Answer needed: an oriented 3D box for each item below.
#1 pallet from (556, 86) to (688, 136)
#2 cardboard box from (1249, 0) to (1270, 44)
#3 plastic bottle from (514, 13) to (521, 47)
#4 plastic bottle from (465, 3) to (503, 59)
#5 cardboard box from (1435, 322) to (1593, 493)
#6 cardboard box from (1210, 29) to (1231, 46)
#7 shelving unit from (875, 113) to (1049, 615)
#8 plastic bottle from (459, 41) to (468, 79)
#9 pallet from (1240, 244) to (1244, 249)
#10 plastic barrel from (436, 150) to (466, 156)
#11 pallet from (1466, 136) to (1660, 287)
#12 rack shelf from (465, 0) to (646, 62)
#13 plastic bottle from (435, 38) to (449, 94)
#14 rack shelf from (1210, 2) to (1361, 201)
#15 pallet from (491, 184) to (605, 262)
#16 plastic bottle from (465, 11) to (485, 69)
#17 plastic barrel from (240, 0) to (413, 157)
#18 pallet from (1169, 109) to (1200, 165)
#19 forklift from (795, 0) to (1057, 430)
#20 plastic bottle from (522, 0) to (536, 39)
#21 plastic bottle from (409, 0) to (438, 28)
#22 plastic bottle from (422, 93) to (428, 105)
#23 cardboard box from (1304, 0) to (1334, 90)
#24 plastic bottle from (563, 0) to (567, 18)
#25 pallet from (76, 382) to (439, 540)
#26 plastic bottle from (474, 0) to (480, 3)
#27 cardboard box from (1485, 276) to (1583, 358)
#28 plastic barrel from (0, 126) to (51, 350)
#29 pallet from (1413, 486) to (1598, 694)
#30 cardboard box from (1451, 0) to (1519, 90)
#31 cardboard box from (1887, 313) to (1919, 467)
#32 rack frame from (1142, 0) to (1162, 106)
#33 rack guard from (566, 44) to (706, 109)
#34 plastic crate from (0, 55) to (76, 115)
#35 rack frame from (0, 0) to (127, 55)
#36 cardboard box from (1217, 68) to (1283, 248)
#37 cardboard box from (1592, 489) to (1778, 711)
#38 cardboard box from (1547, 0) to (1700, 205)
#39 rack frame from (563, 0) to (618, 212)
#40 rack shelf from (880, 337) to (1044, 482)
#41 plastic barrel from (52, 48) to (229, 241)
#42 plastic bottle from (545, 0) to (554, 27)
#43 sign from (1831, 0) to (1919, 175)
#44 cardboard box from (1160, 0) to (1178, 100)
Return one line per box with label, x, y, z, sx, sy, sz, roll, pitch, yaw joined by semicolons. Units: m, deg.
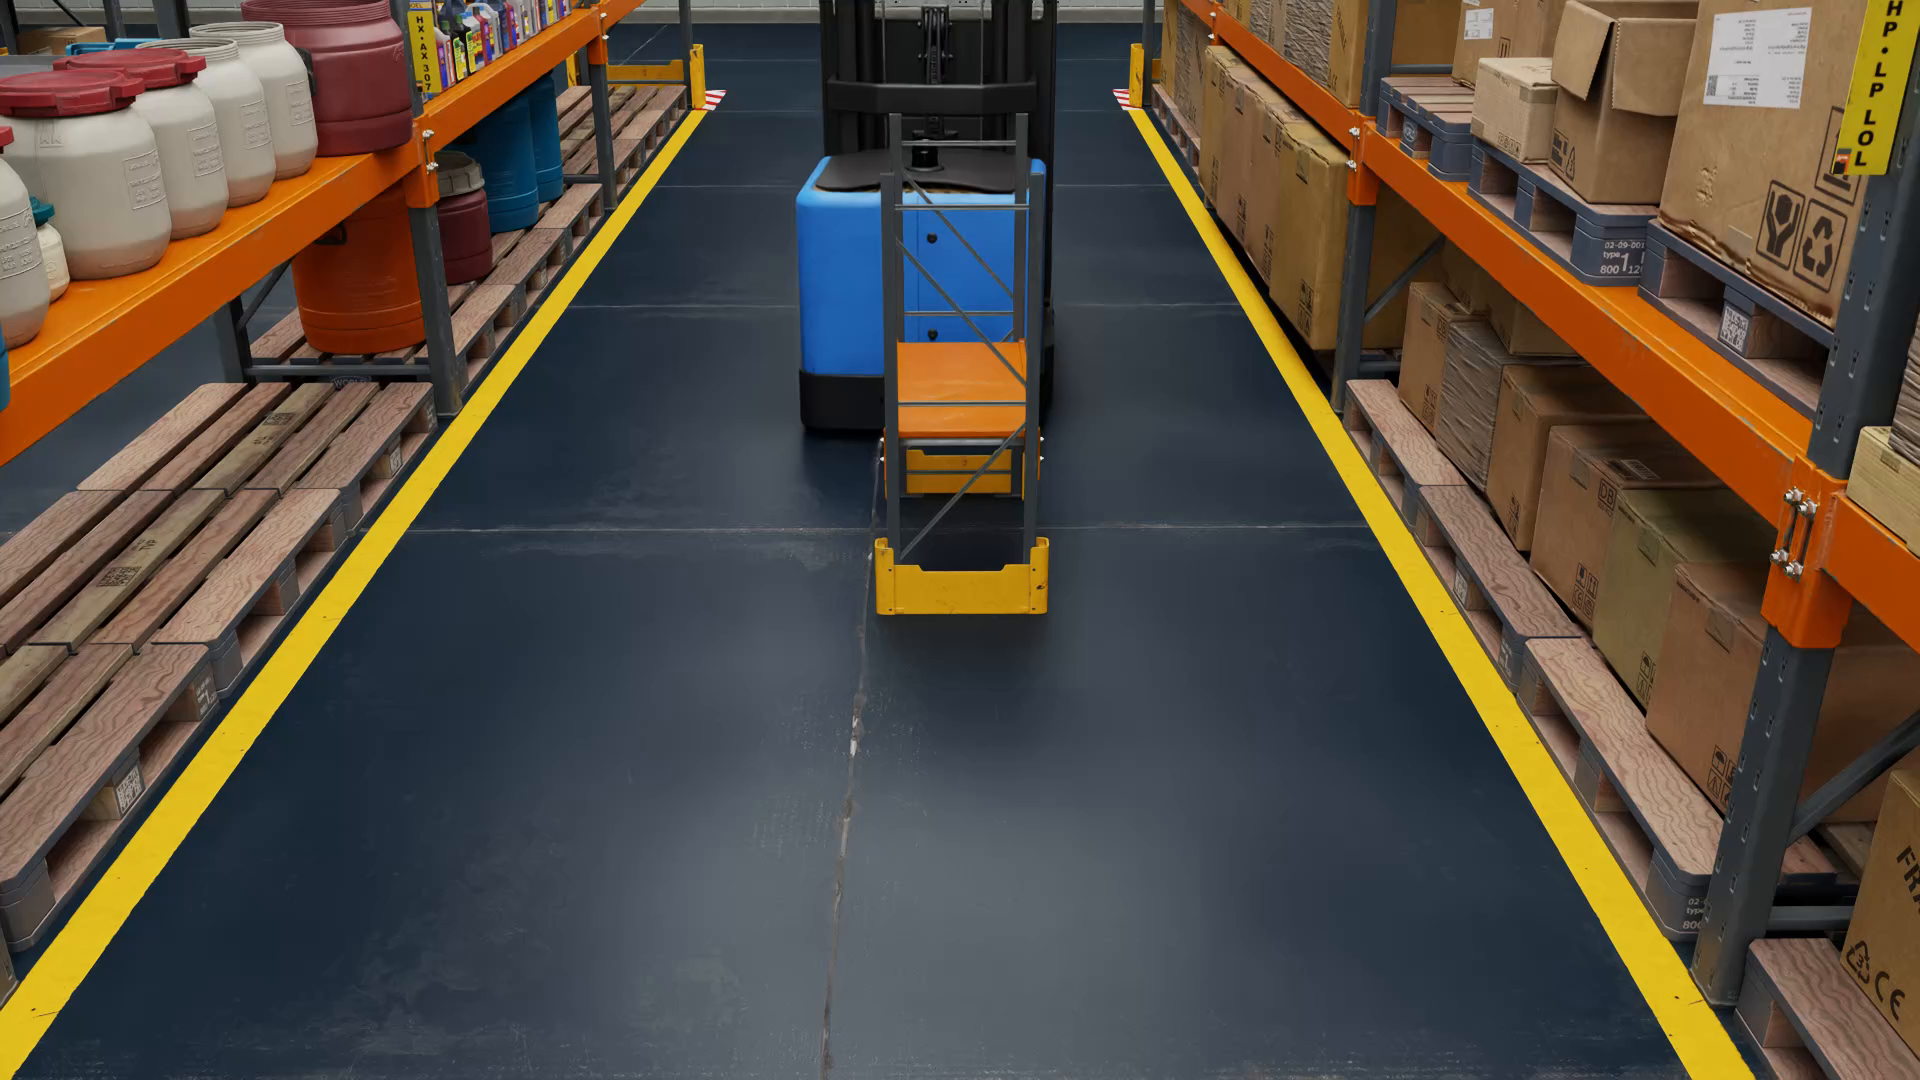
pallet;-2.878;-3.621;13.999;1.003;0.211;1.213;0;24;-1
cardboard box;1.915;-3.047;9.225;0.500;0.500;0.500;-1;24;-2
plastic bottle;-2.435;-2.774;8.986;0.097;0.201;0.097;0;24;0
plastic bottle;-2.457;-2.629;8.574;0.152;0.276;0.135;0;24;-1
cardboard box;2.238;-0.514;6.246;0.700;0.500;0.500;-2;24;-5
cardboard box;2.221;-3.101;11.535;0.875;0.875;0.875;0;24;-1
shelving unit;0.001;-0.652;5.871;0.587;1.500;1.083;0;24;-1
plastic bottle;-2.422;-2.317;7.975;0.097;0.201;0.097;0;24;0
pallet;2.232;-2.017;10.454;1.003;0.211;1.213;0;24;-1
plastic barrel;-2.891;-1.892;9.302;0.421;0.512;0.421;0;24;0
pallet;2.255;-1.054;5.173;1.003;0.211;1.213;0;24;-1
rack shelf;-2.826;-4.079;12.503;1.077;0.370;4.000;0;24;-1
plastic bottle;-2.400;-2.197;7.609;0.061;0.283;0.133;0;24;-1
rack shelf;2.170;-2.453;8.907;1.077;0.370;4.000;0;24;-1
pallet;-2.837;-1.994;10.403;1.003;0.211;1.213;0;24;-1
plastic bottle;-2.426;-2.485;8.260;0.097;0.271;0.097;0;24;0
plastic barrel;-2.453;-1.807;6.440;0.600;0.536;0.708;0;24;-1
pallet;2.202;-3.152;12.964;1.003;0.211;1.213;0;24;-1
forklift;-0.083;-2.361;7.914;1.130;2.935;3.031;1;24;3
plastic bottle;-2.466;-2.952;9.287;0.152;0.276;0.135;0;24;-1
plastic bottle;-3.018;-2.953;9.290;0.152;0.276;0.135;0;24;-1
plastic bottle;-2.442;-2.058;7.311;0.152;0.276;0.135;0;24;-1
cardboard box;1.939;-2.410;7.818;0.500;0.500;0.500;0;24;-1
plastic bottle;-2.448;-3.284;10.112;0.097;0.201;0.097;0;24;0
pallet;-2.791;-0.345;6.756;1.003;0.211;1.213;0;24;-1
plastic bottle;-2.588;-2.846;9.058;0.097;0.271;0.097;0;24;0
cardboard box;2.245;-0.866;6.114;0.500;0.250;0.500;2;24;5
plastic barrel;-2.508;-0.744;4.089;0.433;0.535;0.433;0;24;0
pallet;2.210;0.137;5.691;1.003;0.211;1.213;0;24;-1
cardboard box;2.238;-1.972;6.338;0.500;0.500;0.500;-3;25;-7
cardboard box;2.179;-0.304;2.800;0.875;0.500;0.500;0;24;-1
rack frame;2.105;-5.253;14.226;1.000;3.000;0.127;0;24;-1
rack guard;-2.861;-4.102;14.713;1.175;0.500;0.348;0;24;-1
plastic crate;-3.049;-1.297;5.399;0.402;0.464;0.583;0;24;-1
rack frame;-7.801;-5.210;14.131;1.000;3.000;0.127;0;24;-1
cardboard box;2.186;-2.197;9.536;1.225;0.875;0.875;-1;24;-2
cardboard box;2.264;0.180;4.711;0.700;0.500;0.500;0;24;-1
cardboard box;2.124;-1.261;4.763;0.797;0.503;0.637;2;24;5
rack frame;-2.804;-3.583;10.532;1.000;3.000;0.127;0;24;-1
rack shelf;0.001;-0.484;5.937;0.538;0.185;1.000;0;24;-1
plastic barrel;-2.521;-1.224;5.152;0.433;0.535;0.433;0;24;0
plastic bottle;-2.467;-3.183;9.708;0.144;0.351;0.185;0;24;-1
sign;1.681;-0.832;3.045;0.100;0.325;0.005;0;24;-1
cardboard box;2.192;-4.213;13.995;0.875;0.875;0.875;0;24;-1
